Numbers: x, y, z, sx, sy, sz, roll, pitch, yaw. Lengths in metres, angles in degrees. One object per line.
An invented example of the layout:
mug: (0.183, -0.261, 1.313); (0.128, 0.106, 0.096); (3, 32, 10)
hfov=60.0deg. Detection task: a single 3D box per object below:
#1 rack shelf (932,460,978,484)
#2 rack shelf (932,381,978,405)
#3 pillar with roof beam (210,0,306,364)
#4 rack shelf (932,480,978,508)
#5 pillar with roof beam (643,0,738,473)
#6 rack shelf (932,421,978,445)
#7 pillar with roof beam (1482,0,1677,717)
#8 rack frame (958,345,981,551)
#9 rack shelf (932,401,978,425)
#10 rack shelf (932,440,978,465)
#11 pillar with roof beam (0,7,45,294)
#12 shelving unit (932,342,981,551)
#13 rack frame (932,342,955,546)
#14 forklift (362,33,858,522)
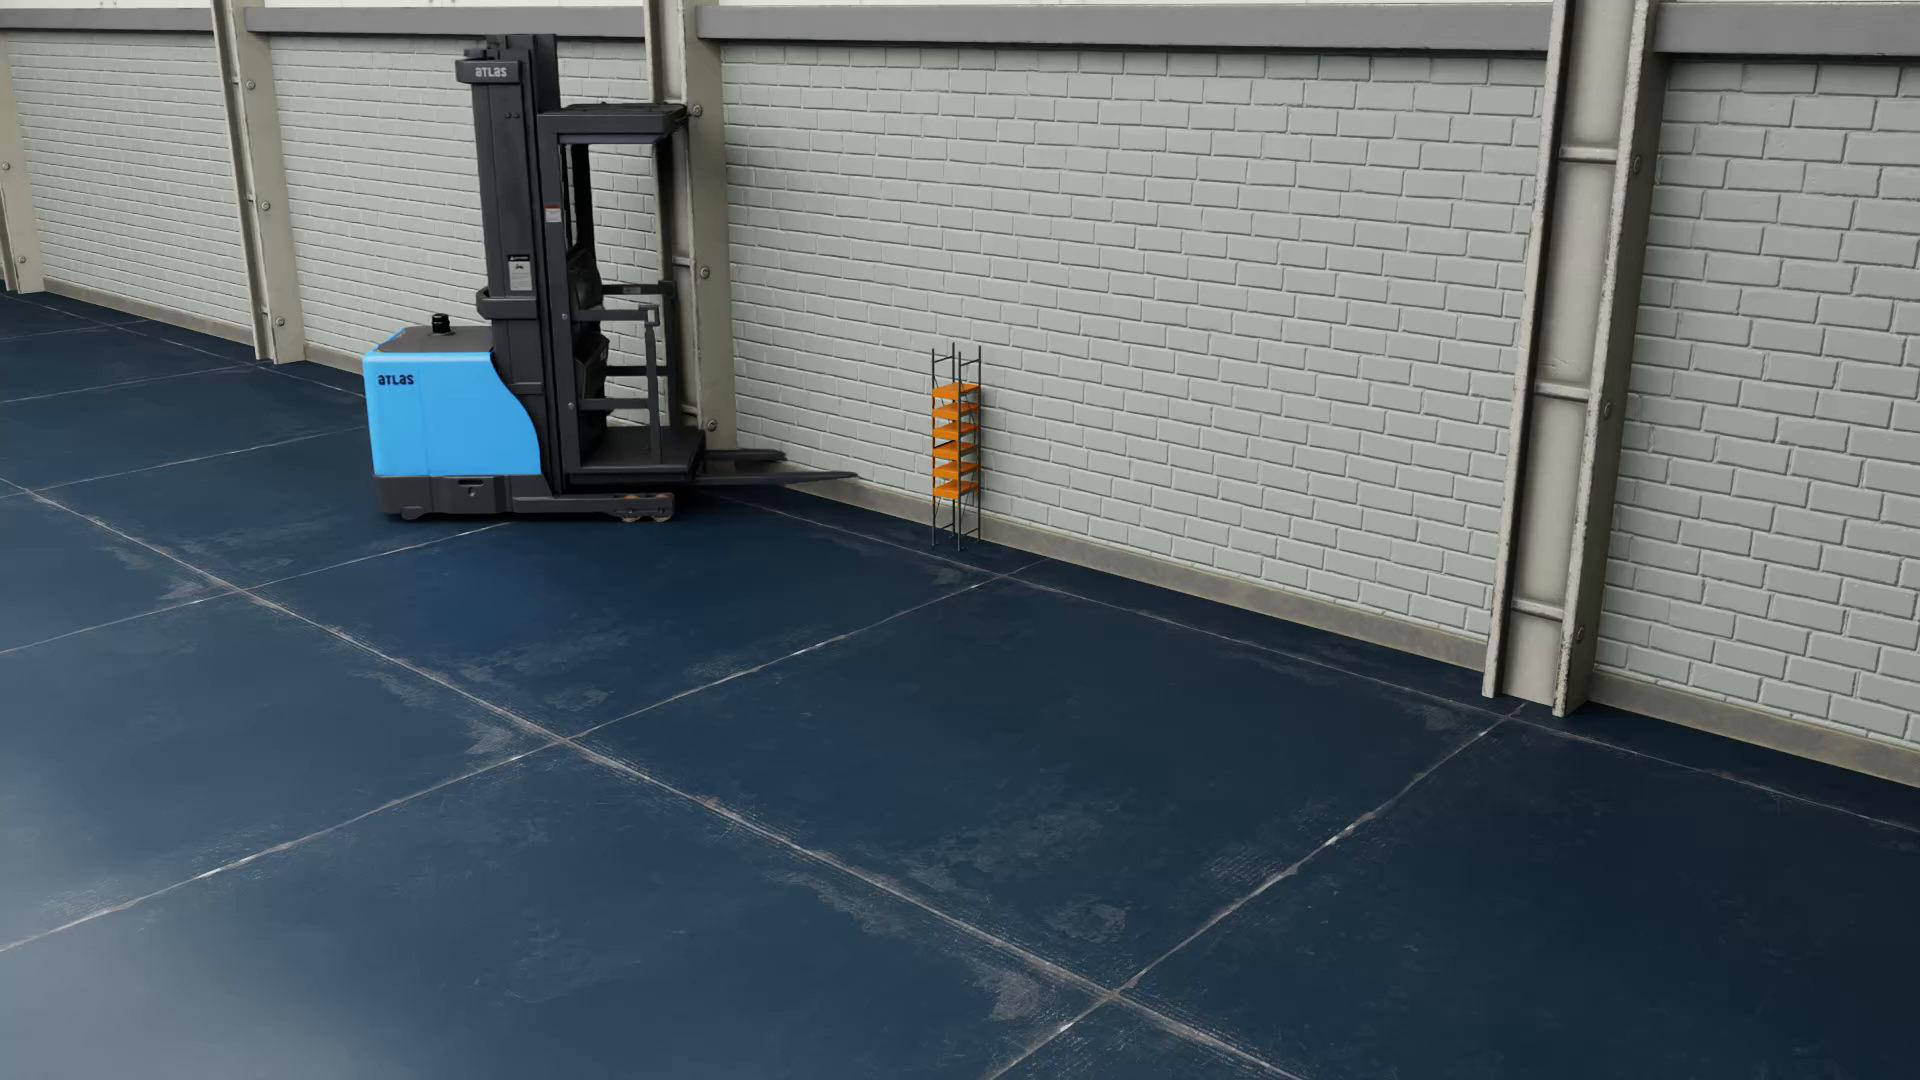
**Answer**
rack shelf: (-0.020, -0.395, 9.916); (0.180, 0.103, 0.258); (11, 20, 31)
rack shelf: (-0.020, -0.853, 9.772); (0.180, 0.103, 0.258); (11, 20, 31)
pillar with roof beam: (-9.132, -4.991, 10.962); (0.400, 9.000, 9.100); (15, 23, 39)
rack shelf: (-0.020, -0.281, 9.952); (0.180, 0.103, 0.258); (11, 20, 31)
pillar with roof beam: (-4.644, -3.786, 7.166); (0.400, 9.000, 9.100); (15, 23, 39)
rack shelf: (-0.020, -0.624, 9.844); (0.180, 0.103, 0.258); (11, 20, 31)
pillar with roof beam: (-0.157, -2.582, 3.370); (0.400, 9.000, 9.100); (15, 23, 39)
rack frame: (0.057, -0.538, 9.820); (0.006, 1.200, 0.240); (11, 20, 31)
rack shelf: (-0.020, -0.739, 9.808); (0.180, 0.103, 0.258); (11, 20, 31)
rack shelf: (-0.020, -0.510, 9.880); (0.180, 0.103, 0.258); (11, 20, 31)
pillar with roof beam: (-13.620, -6.196, 14.758); (0.400, 9.000, 9.100); (15, 23, 39)
shelving unit: (-0.020, -0.552, 9.867); (0.189, 1.200, 0.258); (11, 20, 31)
rack frame: (-0.097, -0.567, 9.914); (0.006, 1.200, 0.240); (11, 20, 31)
forklift: (-2.188, -1.673, 10.537); (3.031, 2.935, 1.130); (-1, 18, -3)
